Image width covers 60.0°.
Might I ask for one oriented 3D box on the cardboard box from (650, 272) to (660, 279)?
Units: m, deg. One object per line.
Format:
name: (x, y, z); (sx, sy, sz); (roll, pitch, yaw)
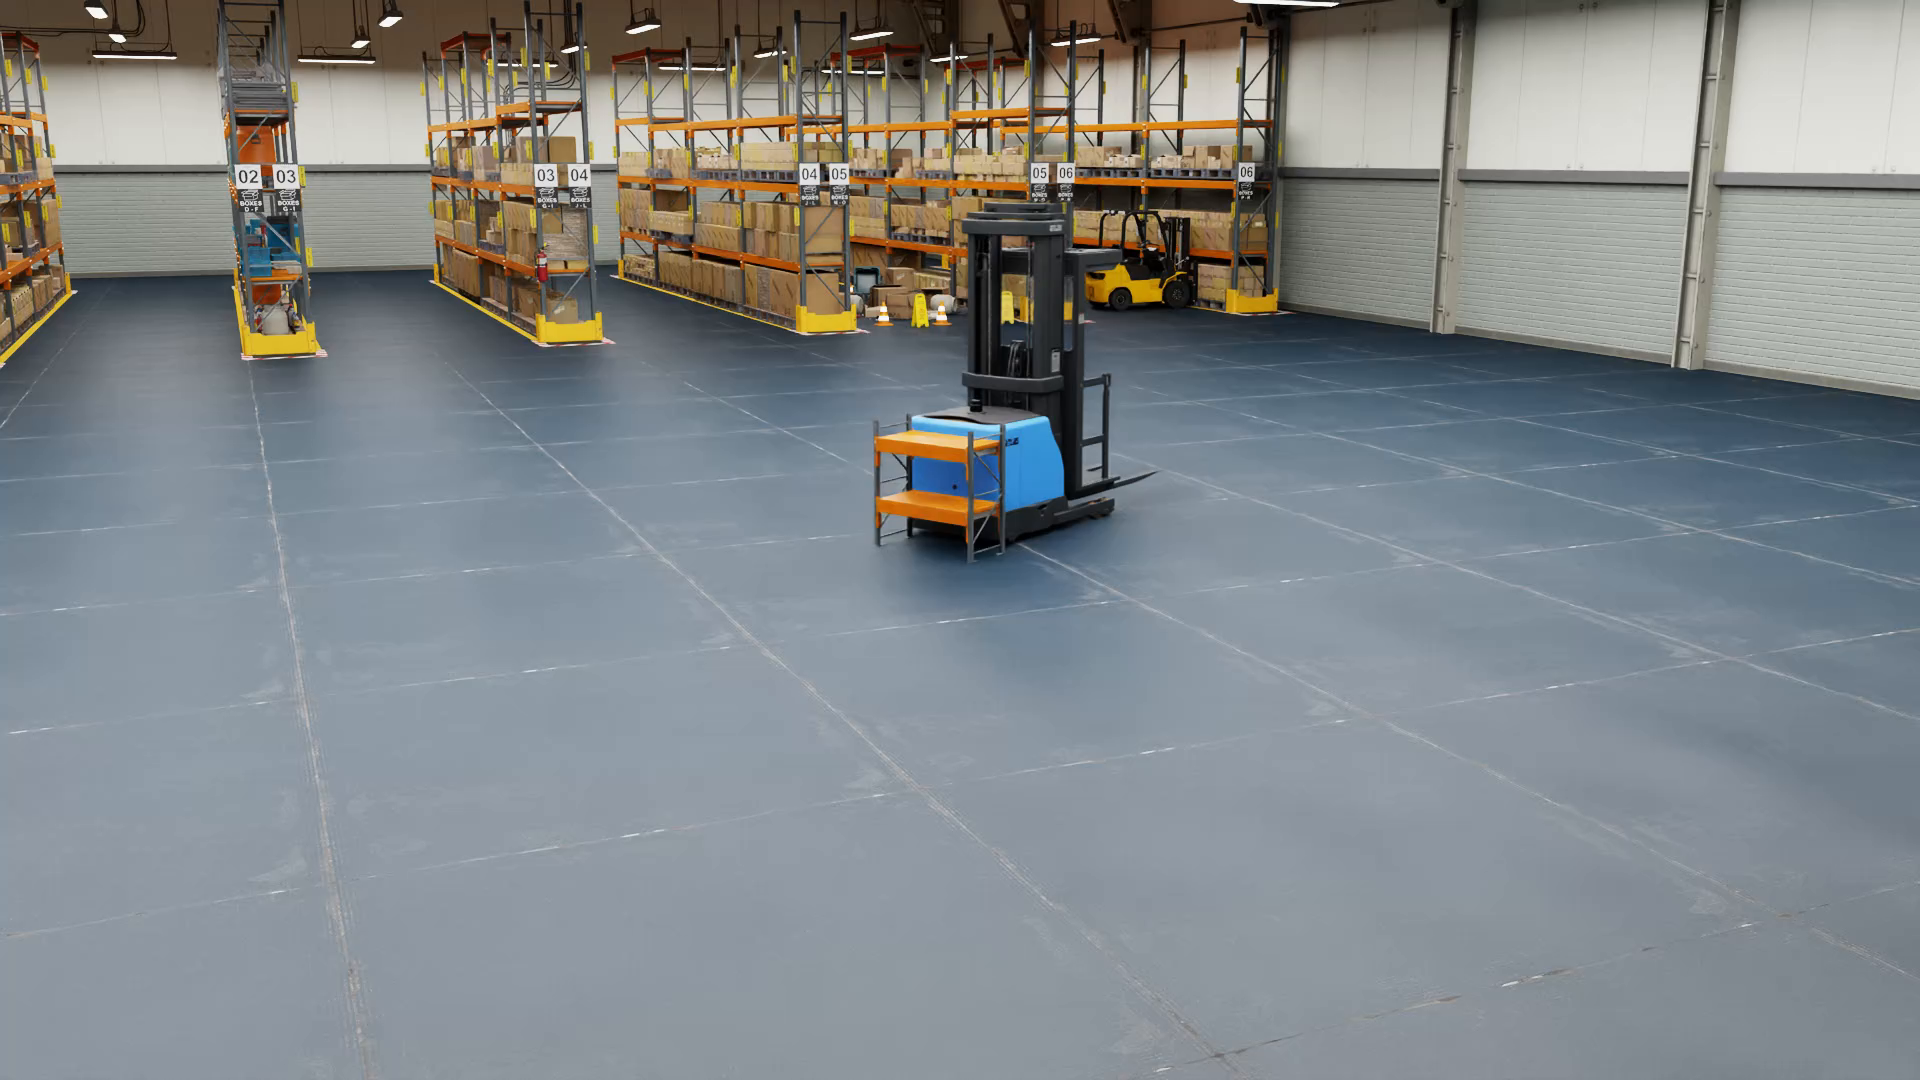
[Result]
cardboard box: (-7.906, -6.927, 43.537); (0.380, 0.149, 0.250); (-5, 14, -22)

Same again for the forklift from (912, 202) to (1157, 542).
forklift: (0.823, -1.685, 15.650); (1.130, 2.935, 3.031); (10, 16, 36)

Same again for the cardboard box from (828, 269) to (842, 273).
cardboard box: (-3.095, -7.624, 45.911); (0.875, 0.438, 0.875); (-6, 14, -24)

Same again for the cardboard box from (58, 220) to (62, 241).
cardboard box: (-22.274, -7.547, 40.603); (0.500, 0.500, 0.500); (-5, 14, -21)

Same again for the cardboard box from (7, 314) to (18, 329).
cardboard box: (-17.830, -4.058, 30.916); (0.500, 0.250, 0.500); (-6, 14, -24)

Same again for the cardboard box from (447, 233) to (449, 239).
cardboard box: (-12.753, -7.704, 42.061); (0.380, 0.149, 0.250); (-5, 14, -22)

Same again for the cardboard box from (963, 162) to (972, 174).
cardboard box: (0.403, -8.188, 36.615); (0.500, 0.250, 0.500); (-6, 14, -23)

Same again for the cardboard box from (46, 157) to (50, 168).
cardboard box: (-22.063, -9.012, 39.725); (0.500, 0.250, 0.500); (-6, 14, -23)

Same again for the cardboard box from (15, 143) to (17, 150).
cardboard box: (-20.678, -8.256, 35.863); (0.600, 0.600, 0.600); (-6, 14, -24)

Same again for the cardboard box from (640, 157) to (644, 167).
cardboard box: (-8.053, -9.874, 43.450); (0.500, 0.250, 0.500); (-6, 14, -25)

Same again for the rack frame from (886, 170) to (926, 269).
rack frame: (-1.340, -7.702, 41.497); (1.000, 3.000, 0.127); (-6, 14, -23)

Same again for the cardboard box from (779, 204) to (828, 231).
cardboard box: (-3.148, -6.494, 33.549); (0.875, 0.550, 0.550); (-6, 14, -23)

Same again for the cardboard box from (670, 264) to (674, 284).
cardboard box: (-6.948, -6.655, 41.583); (0.500, 0.500, 0.500); (-5, 14, -22)

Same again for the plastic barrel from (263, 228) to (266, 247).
plastic barrel: (-14.495, -6.358, 35.385); (0.600, 0.536, 0.708); (-6, 14, -23)

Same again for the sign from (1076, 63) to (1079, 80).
sign: (2.362, -9.515, 33.777); (0.100, 0.325, 0.005); (-6, 14, -23)

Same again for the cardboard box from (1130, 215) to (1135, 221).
cardboard box: (4.349, -7.792, 40.224); (0.380, 0.149, 0.250); (-6, 14, -24)

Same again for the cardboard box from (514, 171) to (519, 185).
cardboard box: (-8.248, -6.932, 31.850); (0.500, 0.250, 0.500); (-6, 14, -24)

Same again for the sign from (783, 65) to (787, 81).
sign: (-3.714, -9.908, 35.299); (0.100, 0.325, 0.005); (-6, 14, -23)

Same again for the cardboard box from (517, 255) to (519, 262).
cardboard box: (-8.484, -5.531, 32.672); (0.380, 0.149, 0.250); (-6, 14, -23)

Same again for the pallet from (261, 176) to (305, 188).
pallet: (-11.995, -6.256, 29.015); (1.003, 0.211, 1.213); (-6, 14, -23)

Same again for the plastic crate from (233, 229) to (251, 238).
plastic crate: (-17.718, -7.546, 41.058); (0.416, 0.233, 0.300); (-6, 14, -23)

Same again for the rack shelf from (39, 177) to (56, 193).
rack shelf: (-21.902, -8.264, 38.866); (1.077, 0.370, 4.000); (-6, 14, -23)

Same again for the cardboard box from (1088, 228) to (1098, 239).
cardboard box: (3.570, -7.754, 42.055); (0.500, 0.250, 0.500); (-6, 14, -25)

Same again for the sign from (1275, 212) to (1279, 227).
sign: (6.922, -7.008, 36.401); (0.100, 0.325, 0.005); (-6, 14, -23)

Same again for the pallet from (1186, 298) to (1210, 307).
pallet: (5.582, -5.546, 38.364); (1.003, 0.211, 1.213); (-6, 14, -23)

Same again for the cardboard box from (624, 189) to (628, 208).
cardboard box: (-8.895, -9.347, 45.506); (0.500, 0.500, 0.500); (-5, 14, -21)

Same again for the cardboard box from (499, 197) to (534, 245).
cardboard box: (-9.008, -6.654, 34.708); (1.000, 1.000, 1.000); (-6, 14, -23)

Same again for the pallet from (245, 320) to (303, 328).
pallet: (-13.125, -4.032, 31.824); (1.003, 0.211, 1.213); (-6, 14, -23)

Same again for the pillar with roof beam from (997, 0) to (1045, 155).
pillar with roof beam: (-1.793, -11.737, 45.625); (9.100, 9.000, 0.548); (-6, 14, -23)

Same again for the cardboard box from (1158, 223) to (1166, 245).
cardboard box: (4.972, -7.152, 38.899); (0.500, 0.500, 0.500); (-5, 14, -22)

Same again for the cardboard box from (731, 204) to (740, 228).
cardboard box: (-4.645, -7.152, 36.680); (0.700, 0.500, 0.500); (-6, 14, -24)

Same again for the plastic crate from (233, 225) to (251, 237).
plastic crate: (-17.060, -7.273, 39.546); (0.392, 0.384, 0.575); (-6, 14, -23)

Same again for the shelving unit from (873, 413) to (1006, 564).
shelving unit: (-0.181, -0.462, 14.372); (1.048, 1.125, 0.538); (10, 16, 36)

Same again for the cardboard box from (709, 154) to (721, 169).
cardboard box: (-5.340, -8.527, 37.451); (0.500, 0.311, 0.500); (-6, 14, -24)

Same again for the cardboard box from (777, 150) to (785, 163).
cardboard box: (-3.282, -7.547, 32.695); (0.500, 0.250, 0.500); (-6, 14, -23)

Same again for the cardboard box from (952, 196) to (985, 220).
cardboard box: (0.240, -7.446, 37.291); (0.700, 0.500, 0.500); (-6, 14, -24)

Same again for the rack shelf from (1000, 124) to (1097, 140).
rack shelf: (2.406, -10.942, 44.672); (1.077, 0.370, 4.000); (-6, 14, -23)

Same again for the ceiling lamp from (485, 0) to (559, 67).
ceiling lamp: (-12.376, -15.010, 46.822); (2.000, 3.185, 0.800); (-6, 14, -23)

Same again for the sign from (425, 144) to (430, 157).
sign: (-14.135, -10.337, 44.114); (0.100, 0.325, 0.005); (-6, 14, -23)

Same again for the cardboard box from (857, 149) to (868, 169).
cardboard box: (-2.311, -9.755, 42.560); (0.500, 0.500, 0.500); (-5, 14, -22)

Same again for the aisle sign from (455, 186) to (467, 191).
aisle sign: (-13.378, -9.769, 44.659); (0.394, 0.787, 0.004); (-6, 14, -23)

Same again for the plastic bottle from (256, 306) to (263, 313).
plastic bottle: (-13.281, -4.266, 31.549); (0.144, 0.351, 0.185); (-6, 14, -23)

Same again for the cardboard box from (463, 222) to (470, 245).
cardboard box: (-11.453, -7.251, 39.326); (0.500, 0.500, 0.500); (-5, 14, -22)

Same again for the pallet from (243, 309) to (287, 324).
pallet: (-14.198, -4.586, 34.217); (1.003, 0.211, 1.213); (-6, 14, -23)

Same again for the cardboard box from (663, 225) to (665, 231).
cardboard box: (-7.173, -7.751, 41.332); (0.380, 0.149, 0.250); (-6, 14, -24)

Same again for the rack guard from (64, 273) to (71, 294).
rack guard: (-22.672, -6.333, 41.122); (1.175, 0.500, 0.348); (-6, 14, -23)

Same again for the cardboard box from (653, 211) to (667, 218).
cardboard box: (-7.583, -8.253, 42.182); (0.380, 0.149, 0.250); (-5, 14, -21)

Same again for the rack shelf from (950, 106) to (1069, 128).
rack shelf: (1.064, -9.033, 35.546); (1.077, 0.370, 4.000); (-6, 14, -23)

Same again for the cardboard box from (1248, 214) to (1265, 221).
cardboard box: (6.473, -7.097, 36.561); (0.380, 0.149, 0.250); (-6, 14, -24)

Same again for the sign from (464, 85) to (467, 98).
sign: (-13.122, -11.922, 44.179); (0.100, 0.325, 0.005); (-6, 14, -23)

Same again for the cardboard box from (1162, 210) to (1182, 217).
cardboard box: (4.963, -7.644, 38.926); (0.380, 0.149, 0.250); (-6, 14, -24)

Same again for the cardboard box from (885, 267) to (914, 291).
cardboard box: (-1.356, -5.860, 37.401); (0.500, 0.500, 0.500); (-6, 14, -23)

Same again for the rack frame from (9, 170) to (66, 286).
rack frame: (-22.703, -7.566, 40.908); (1.000, 3.000, 0.127); (-6, 14, -23)

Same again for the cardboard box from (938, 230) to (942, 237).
cardboard box: (-0.286, -7.096, 38.501); (0.380, 0.149, 0.250); (-6, 14, -25)
